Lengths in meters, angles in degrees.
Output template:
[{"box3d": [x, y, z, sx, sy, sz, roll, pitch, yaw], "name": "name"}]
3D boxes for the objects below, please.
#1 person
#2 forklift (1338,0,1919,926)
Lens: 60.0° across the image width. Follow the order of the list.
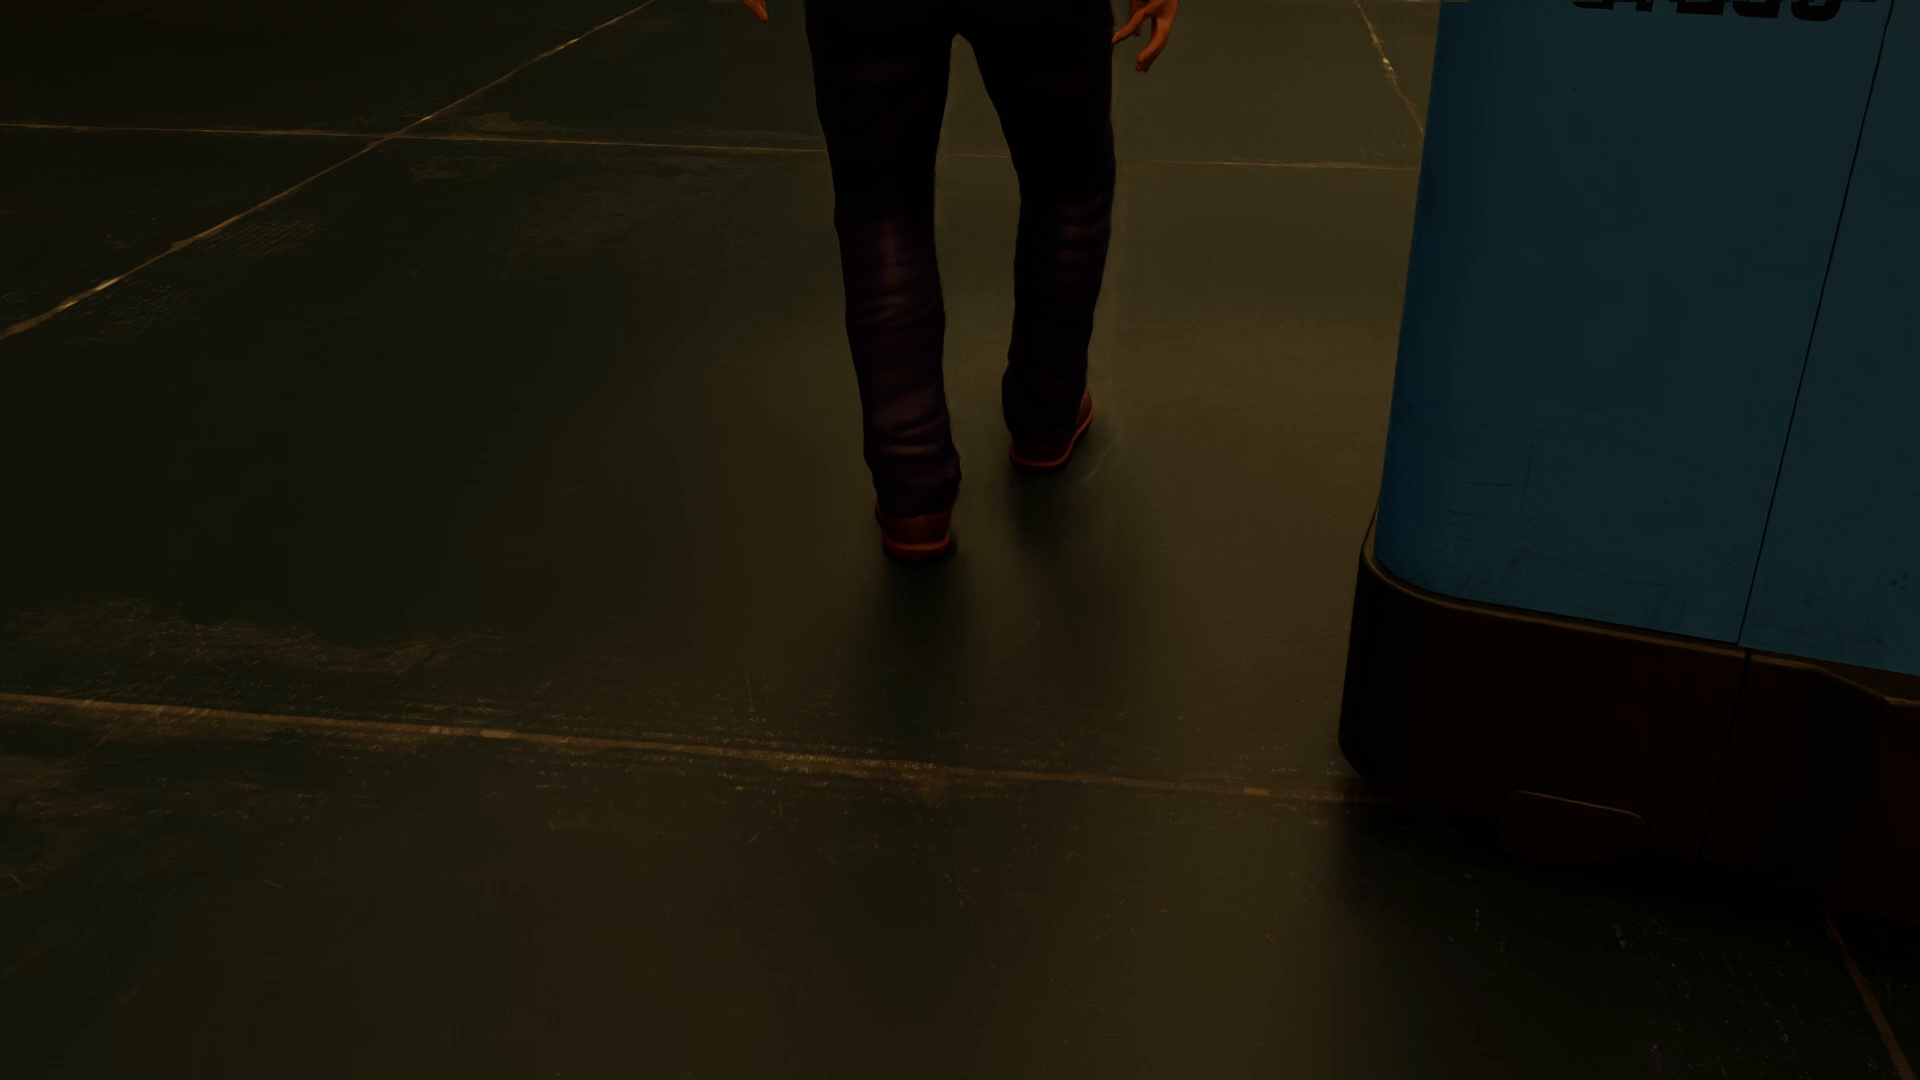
[{"box3d": [-0.021, -0.822, 2.332, 0.630, 1.628, 0.625, 0, 27, 0], "name": "person"}, {"box3d": [1.998, -0.961, 1.142, 3.031, 2.935, 1.130, 10, 28, 19], "name": "forklift"}]
